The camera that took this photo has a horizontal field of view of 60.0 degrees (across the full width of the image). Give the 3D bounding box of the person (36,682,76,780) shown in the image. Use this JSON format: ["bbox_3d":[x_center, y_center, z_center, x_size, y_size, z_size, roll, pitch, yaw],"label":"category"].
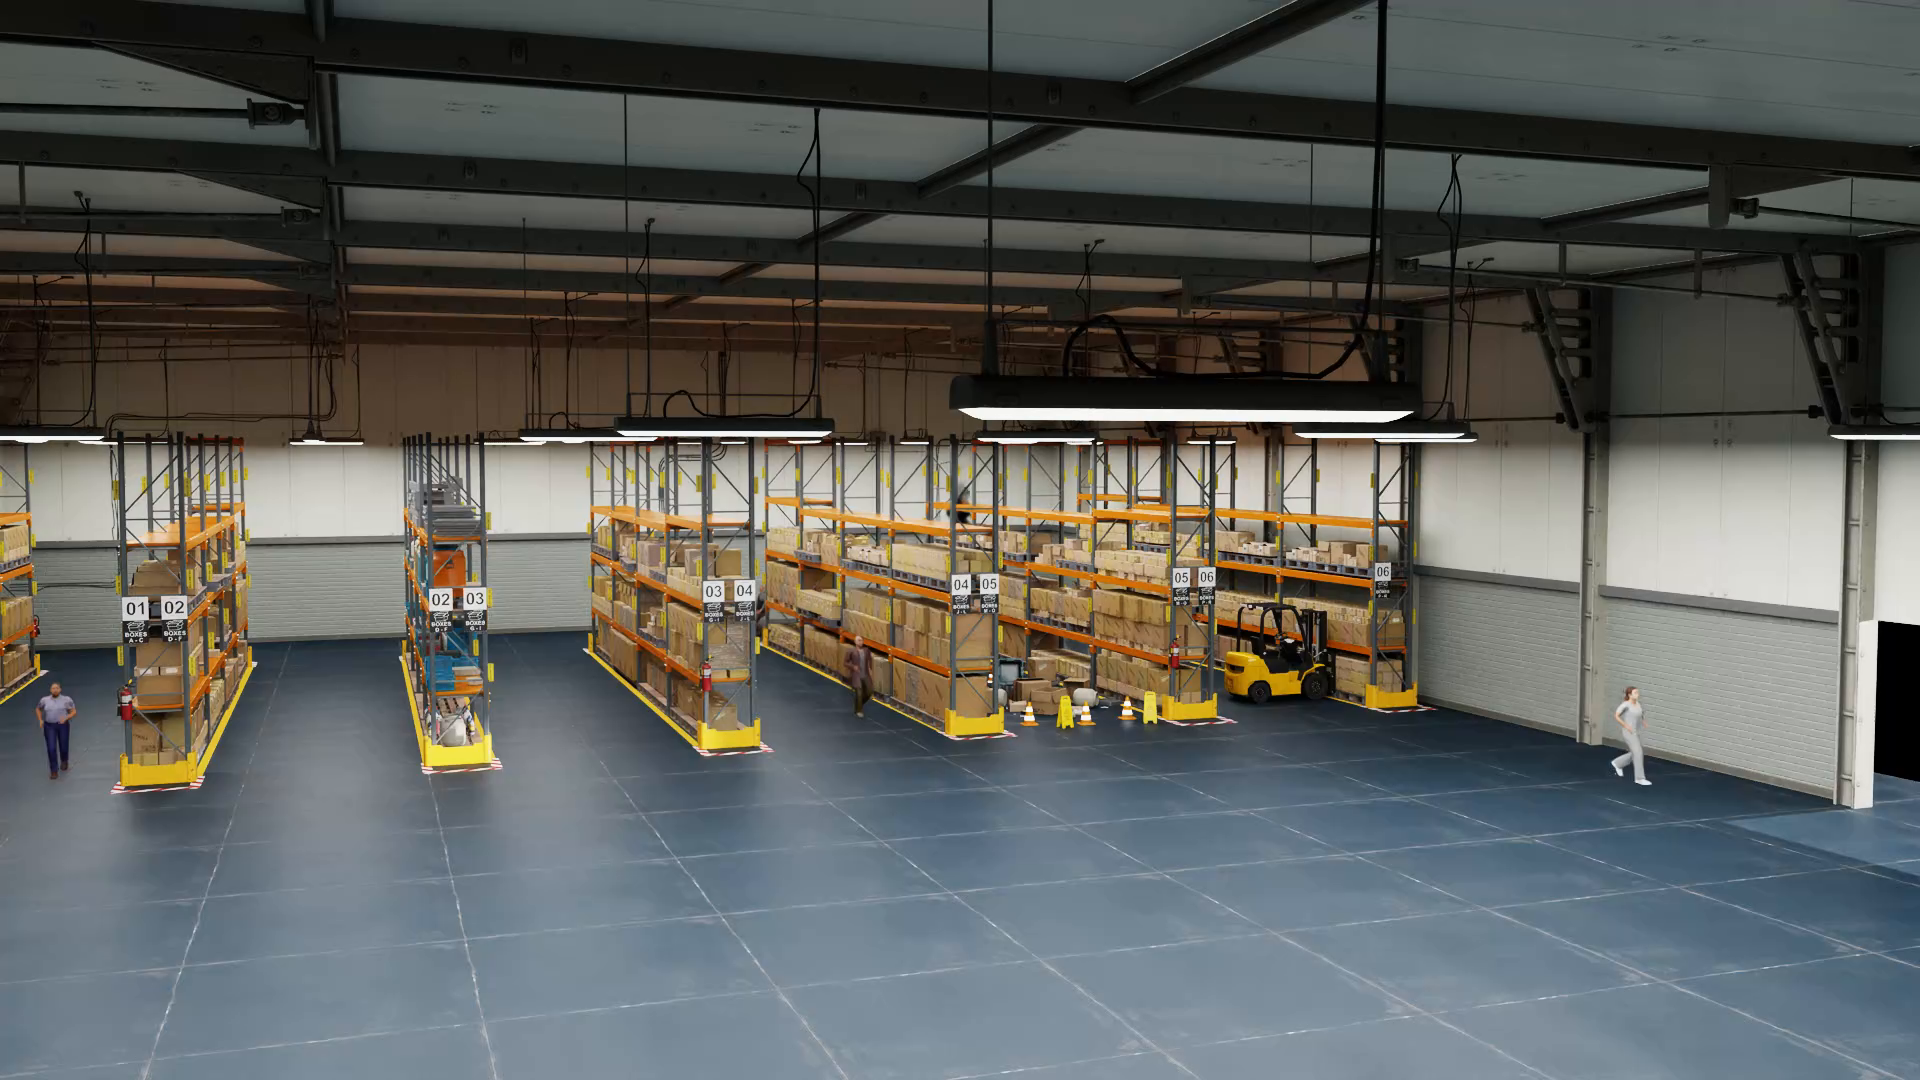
[{"bbox_3d":[-15.754,3.307,28.991,0.622,1.646,0.769,-2,4,-28],"label":"person"}]

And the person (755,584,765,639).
[{"bbox_3d":[-5.973,2.126,49.553,0.522,1.658,0.678,0,3,-5],"label":"person"}]

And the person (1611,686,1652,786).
[{"bbox_3d":[11.435,3.314,28.366,0.576,1.654,0.797,-2,4,-34],"label":"person"}]

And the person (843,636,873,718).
[{"bbox_3d":[-2.107,2.896,35.249,0.703,1.729,0.653,-2,4,-28],"label":"person"}]
